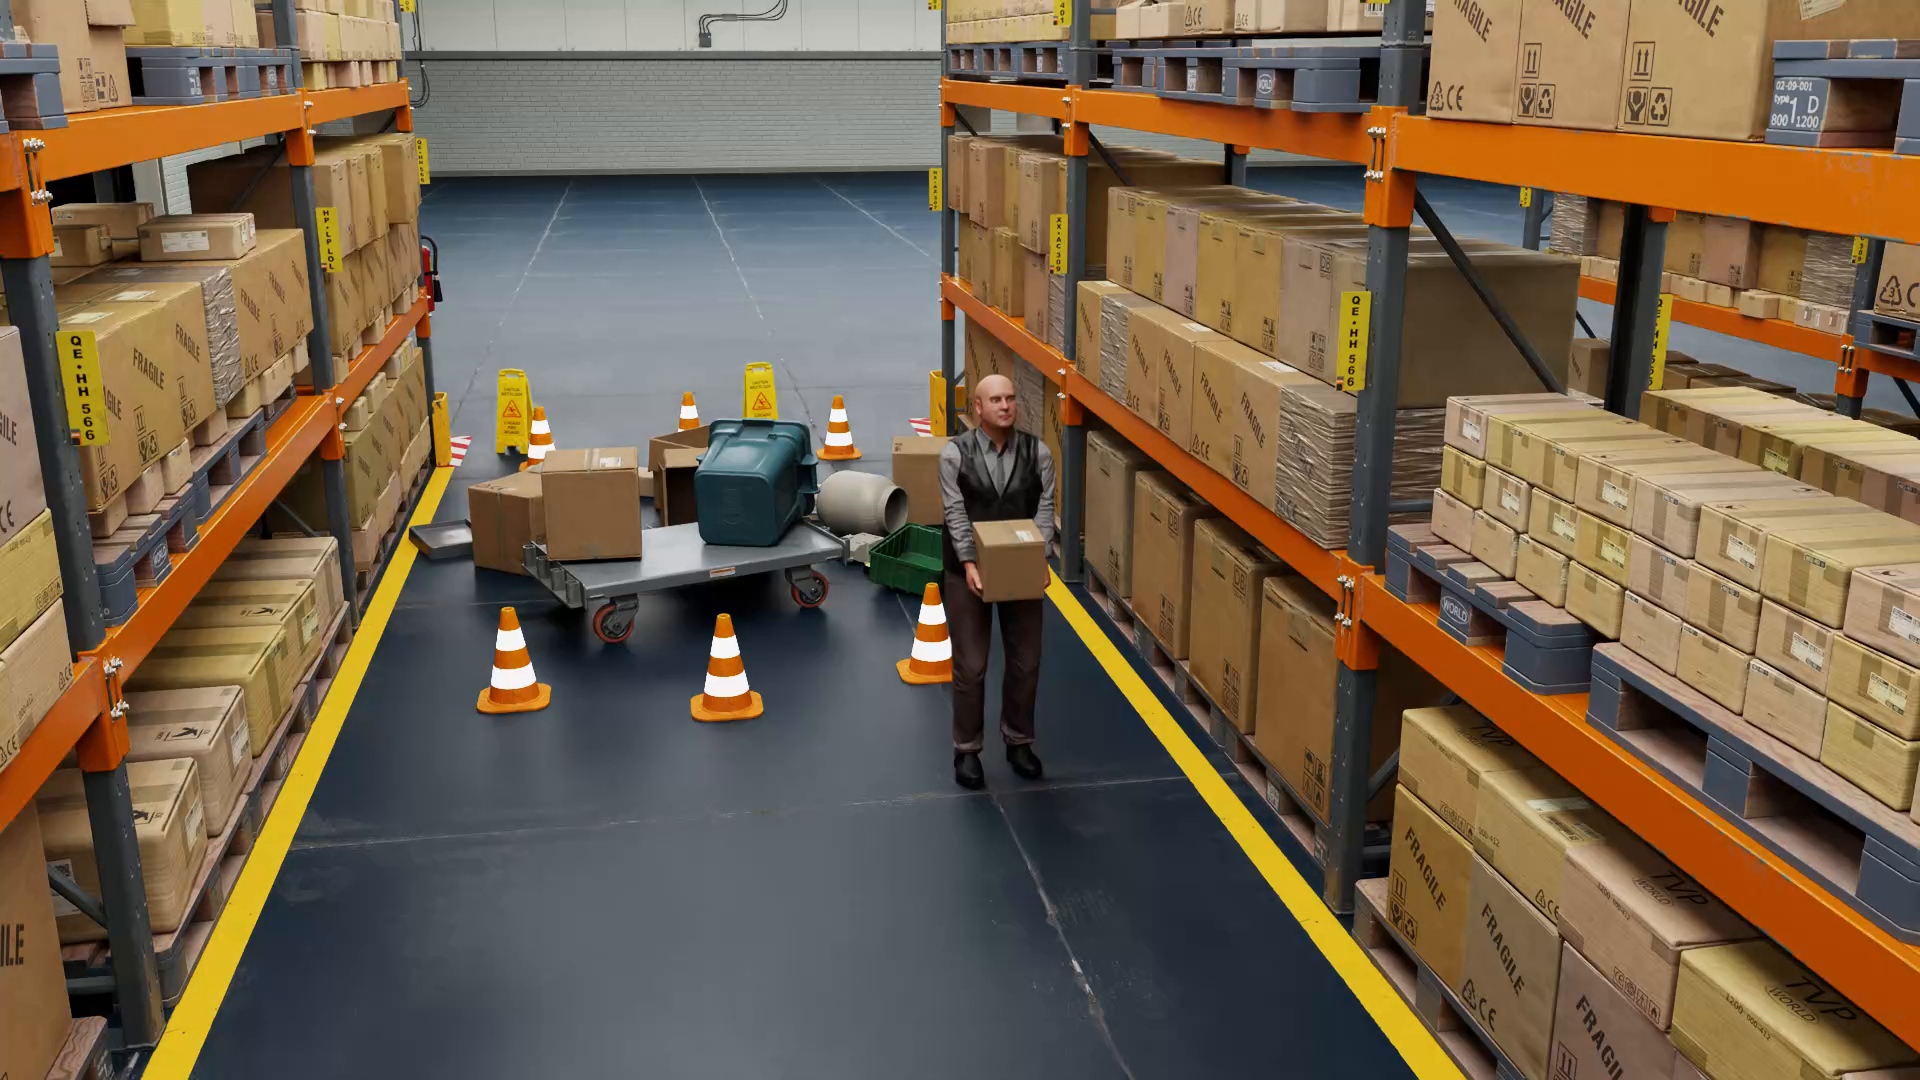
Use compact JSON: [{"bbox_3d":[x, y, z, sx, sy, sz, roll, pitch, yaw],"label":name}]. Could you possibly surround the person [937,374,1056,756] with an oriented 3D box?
[{"bbox_3d":[0.174,0.155,6.952,0.499,1.661,0.554,-3,17,-11],"label":"person"}]
